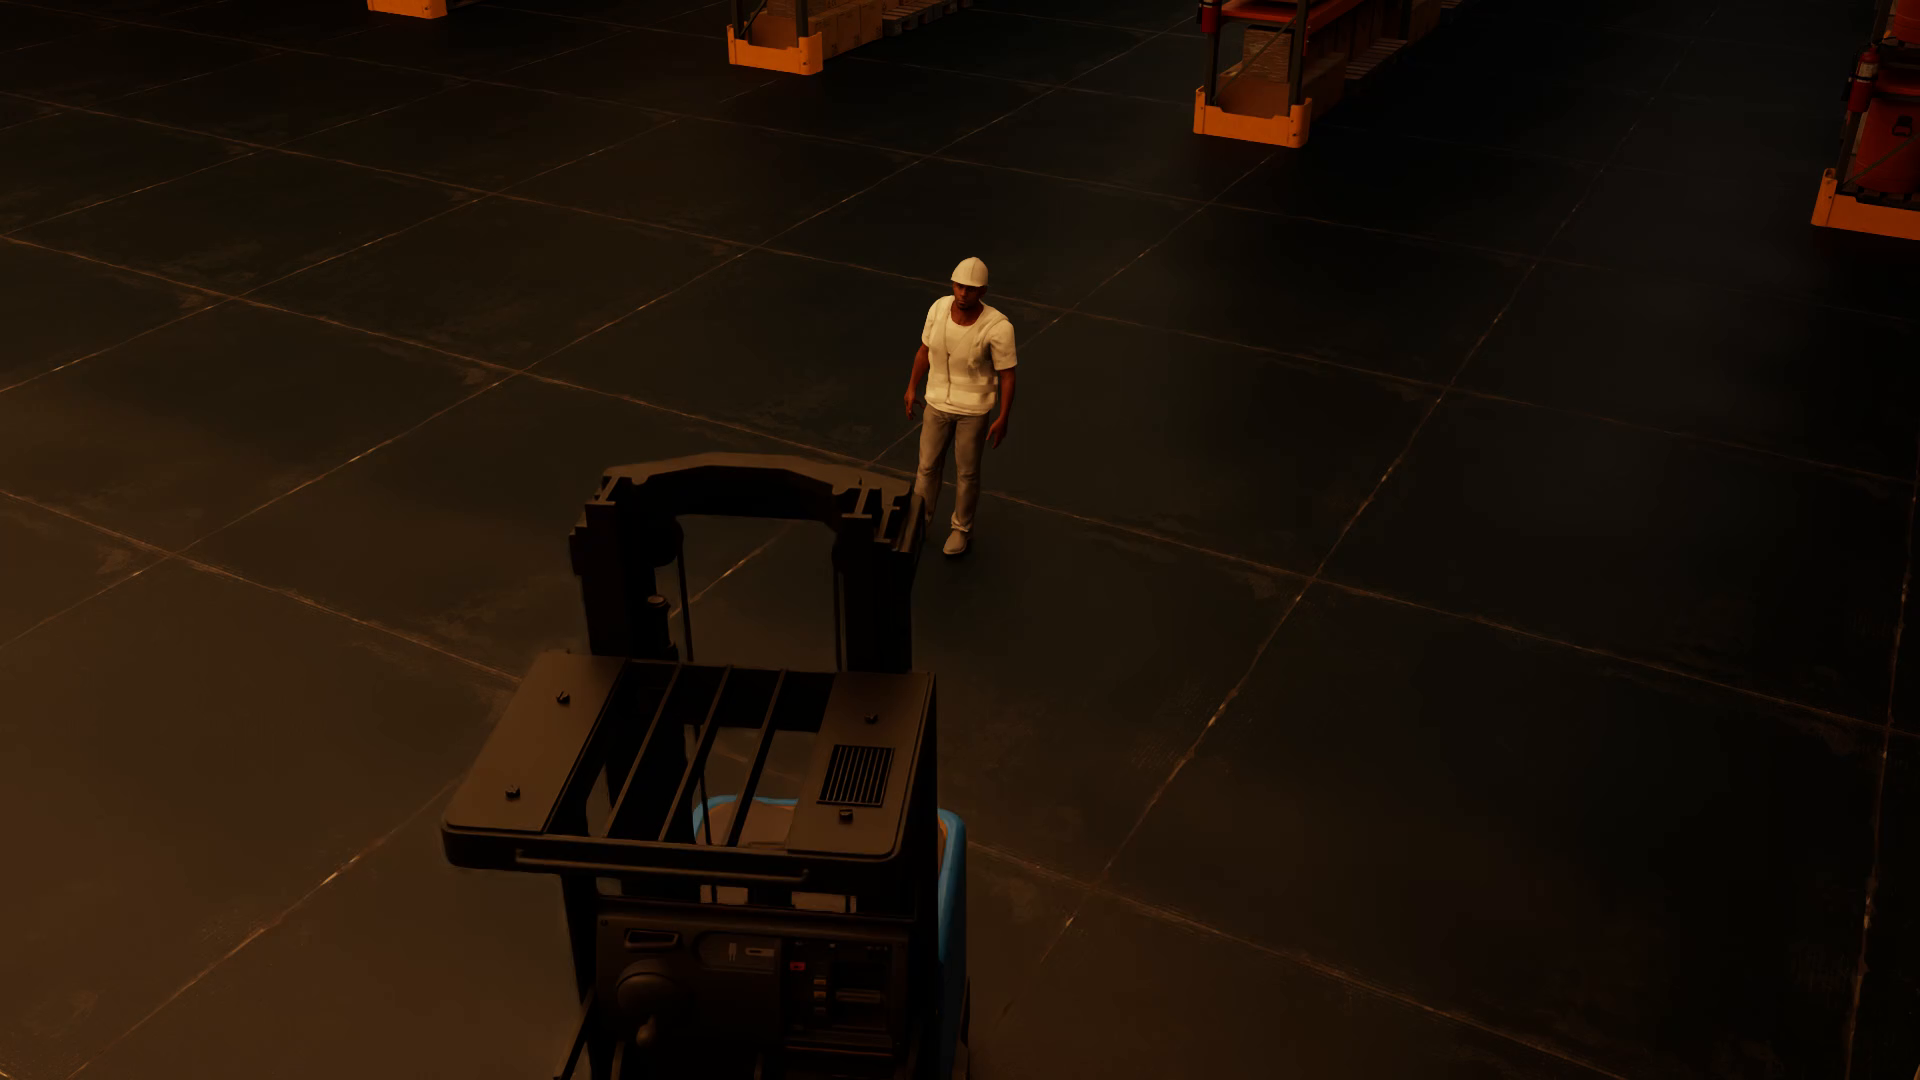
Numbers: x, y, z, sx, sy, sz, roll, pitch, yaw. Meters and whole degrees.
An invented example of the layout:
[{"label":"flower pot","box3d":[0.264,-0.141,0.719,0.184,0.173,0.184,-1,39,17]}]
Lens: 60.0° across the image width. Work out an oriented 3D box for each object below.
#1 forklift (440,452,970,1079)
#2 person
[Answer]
[{"label":"forklift","box3d":[-0.633,1.361,4.713,1.130,2.935,3.031,3,30,5]},{"label":"person","box3d":[-0.039,-0.743,9.508,0.665,1.765,0.577,15,33,25]}]
